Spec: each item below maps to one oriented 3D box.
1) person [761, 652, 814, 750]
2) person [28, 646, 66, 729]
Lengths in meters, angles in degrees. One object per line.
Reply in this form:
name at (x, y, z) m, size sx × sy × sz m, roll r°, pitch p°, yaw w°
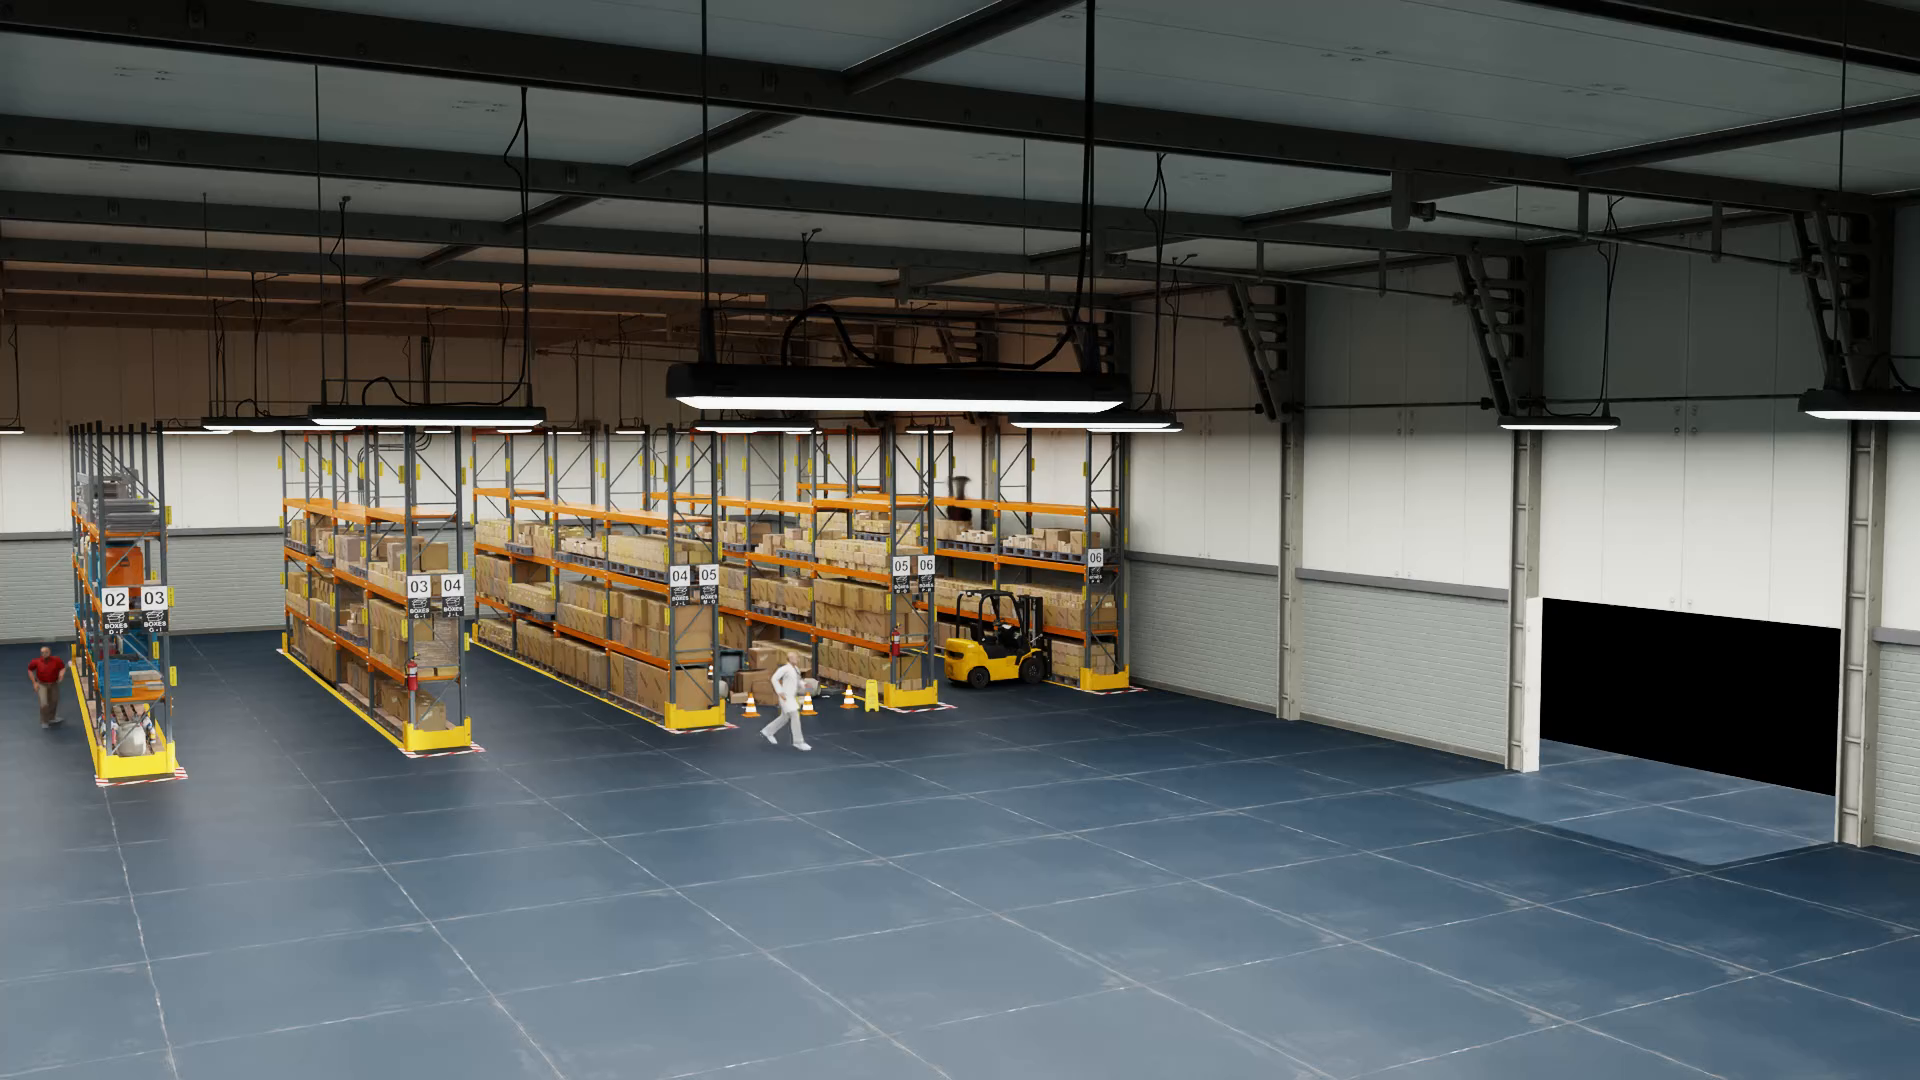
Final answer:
person at (-3.203, 2.945, 30.607) m, size 1.040 × 1.792 × 0.674 m, roll 1°, pitch 4°, yaw 14°
person at (-17.993, 2.887, 32.857) m, size 0.924 × 1.649 × 0.719 m, roll 3°, pitch 5°, yaw 40°
